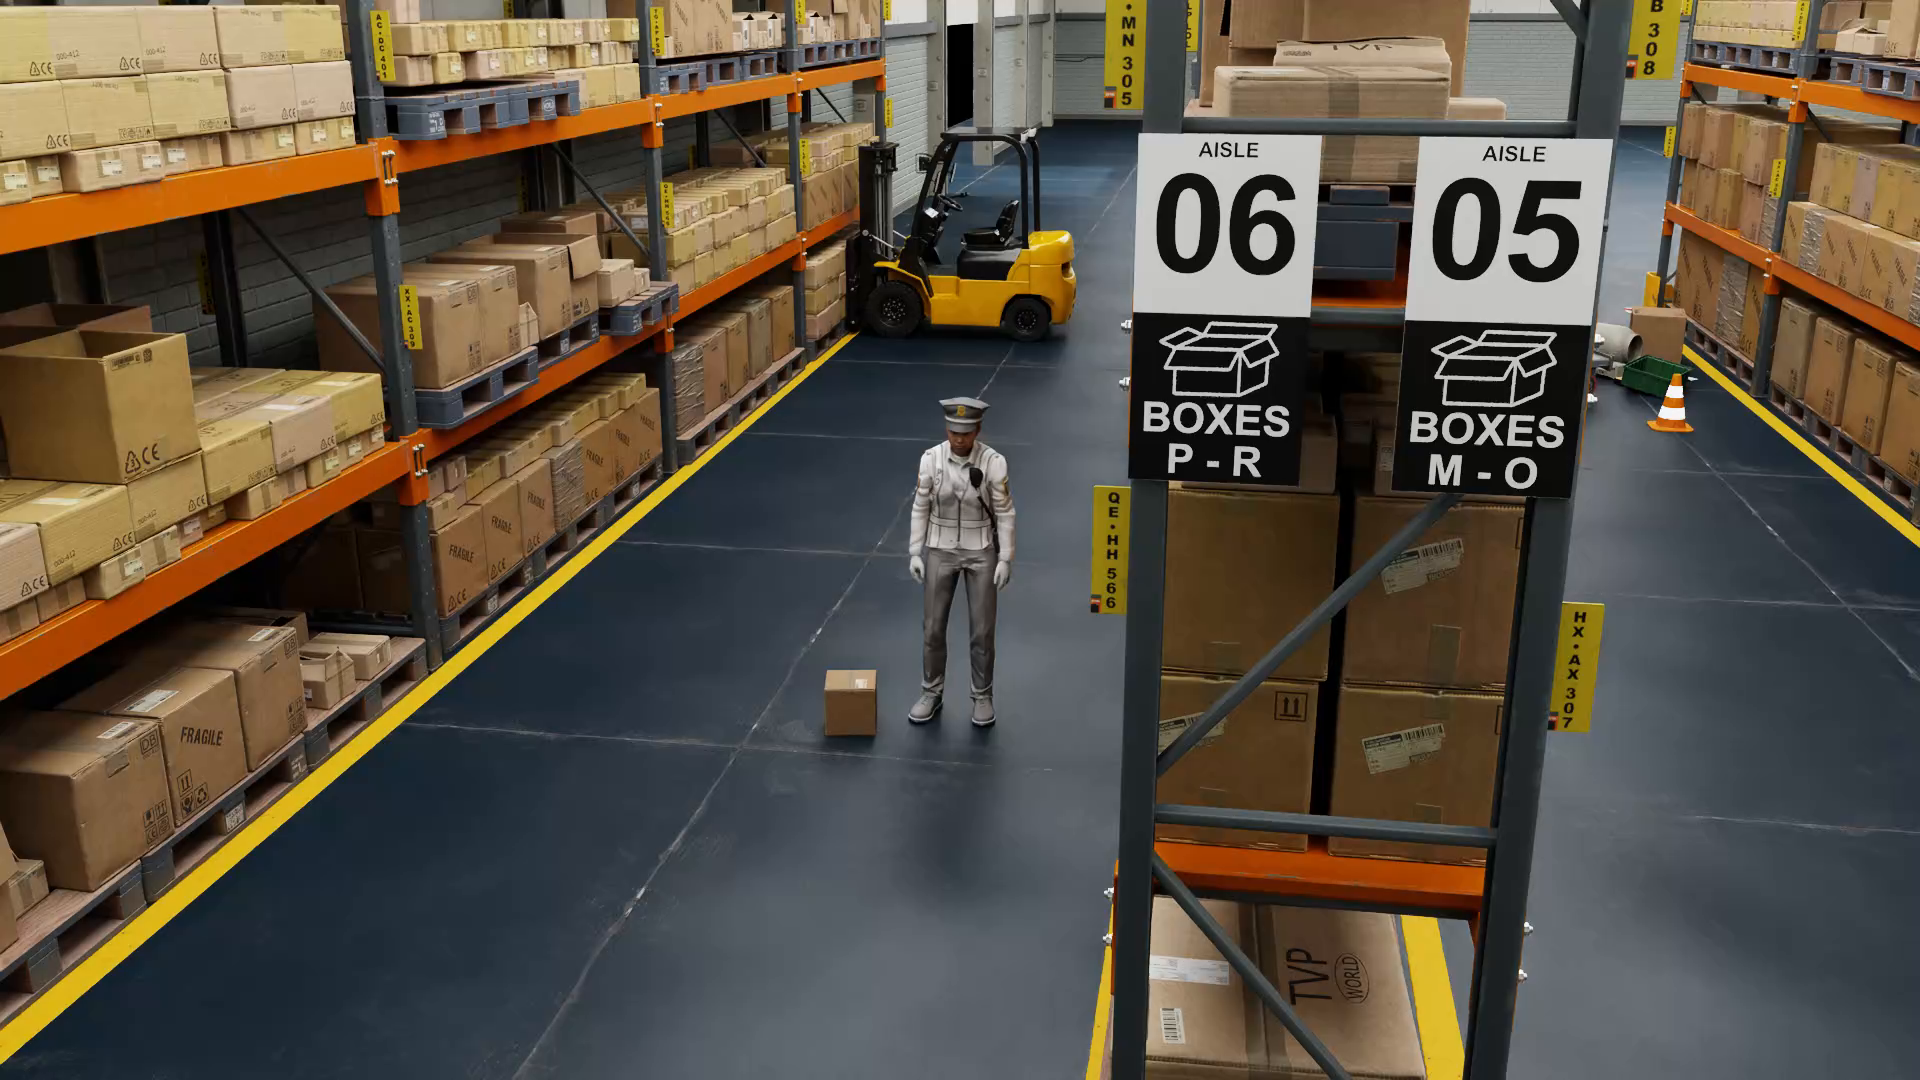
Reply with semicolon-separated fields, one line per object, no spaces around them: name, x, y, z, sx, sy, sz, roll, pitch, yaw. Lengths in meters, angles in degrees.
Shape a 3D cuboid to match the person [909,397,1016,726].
person;0.007;0.100;8.242;0.530;1.663;0.342;3;18;9
